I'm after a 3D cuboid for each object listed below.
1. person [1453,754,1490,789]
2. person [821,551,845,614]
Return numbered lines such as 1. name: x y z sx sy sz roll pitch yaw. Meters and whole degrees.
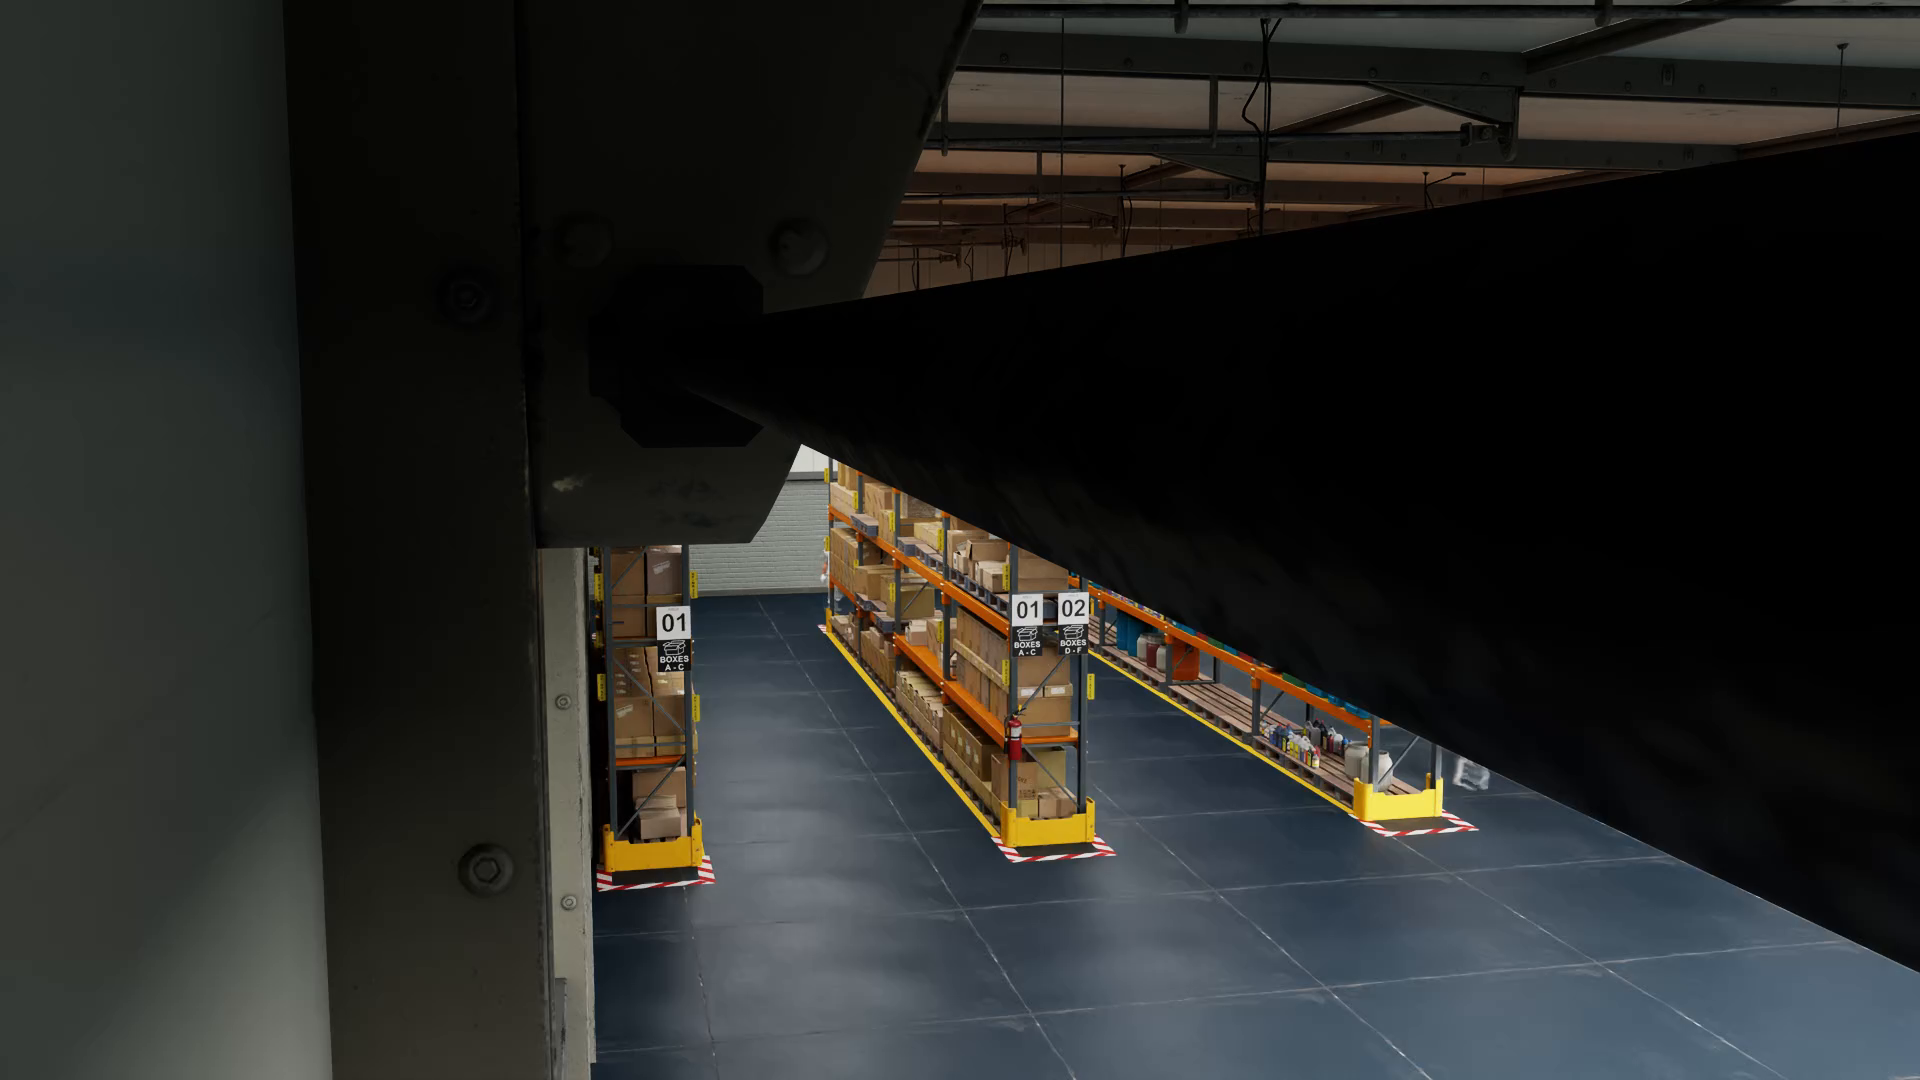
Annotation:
1. person: 7.308 2.689 23.760 0.539 1.664 0.395 4 8 28
2. person: -2.905 0.837 38.809 0.519 1.795 0.594 6 9 43
